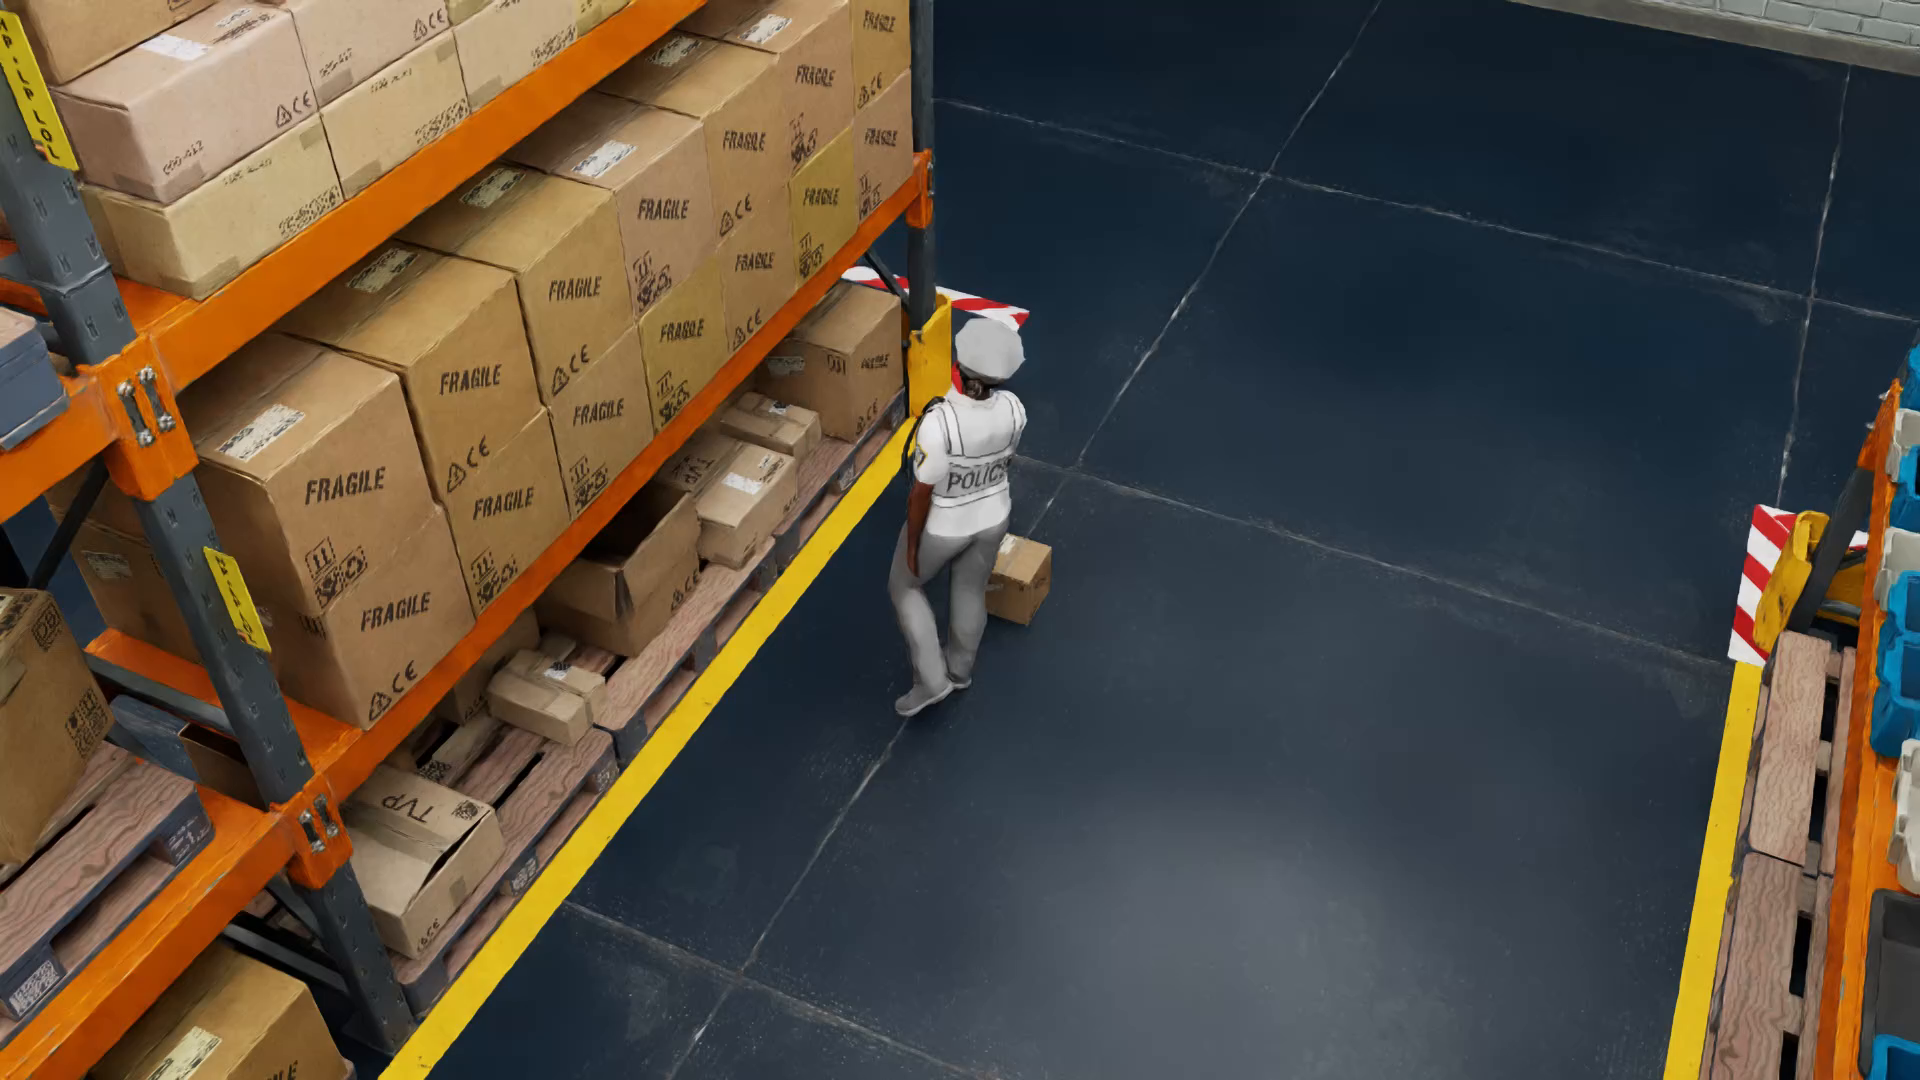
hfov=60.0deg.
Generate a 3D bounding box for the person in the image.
[{"bbox_3d":[-0.033,-0.051,6.210,0.574,1.681,0.420,-21,46,-22],"label":"person"}]
